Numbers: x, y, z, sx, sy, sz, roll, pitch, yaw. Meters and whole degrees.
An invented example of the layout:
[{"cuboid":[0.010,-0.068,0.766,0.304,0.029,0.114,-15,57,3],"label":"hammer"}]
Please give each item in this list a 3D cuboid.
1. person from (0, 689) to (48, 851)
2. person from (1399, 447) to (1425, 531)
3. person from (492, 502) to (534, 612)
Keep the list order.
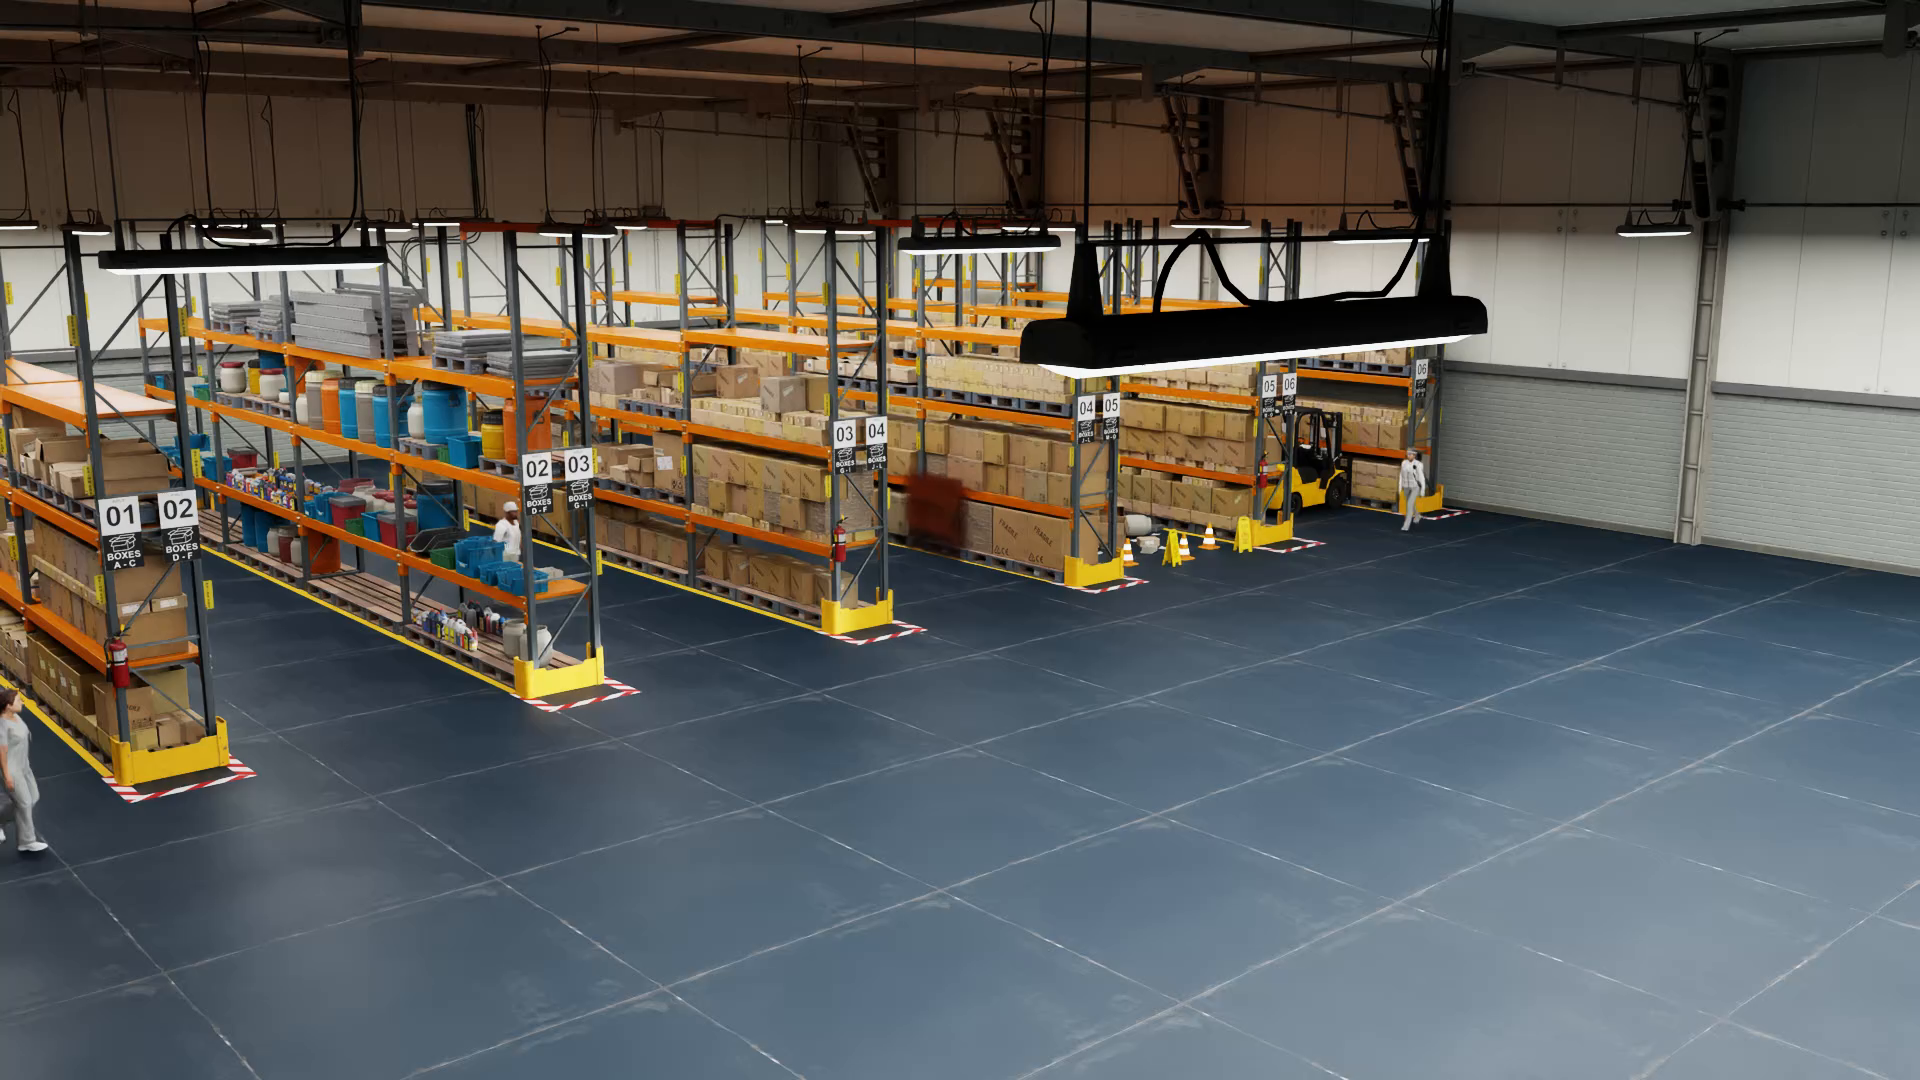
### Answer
[{"cuboid":[-9.403,2.262,16.395,0.677,1.653,0.447,0,11,0],"label":"person"},{"cuboid":[8.922,-1.041,32.818,0.510,1.634,0.899,10,15,41],"label":"person"},{"cuboid":[-7.030,0.250,26.166,1.002,1.727,0.683,5,13,24],"label":"person"}]
